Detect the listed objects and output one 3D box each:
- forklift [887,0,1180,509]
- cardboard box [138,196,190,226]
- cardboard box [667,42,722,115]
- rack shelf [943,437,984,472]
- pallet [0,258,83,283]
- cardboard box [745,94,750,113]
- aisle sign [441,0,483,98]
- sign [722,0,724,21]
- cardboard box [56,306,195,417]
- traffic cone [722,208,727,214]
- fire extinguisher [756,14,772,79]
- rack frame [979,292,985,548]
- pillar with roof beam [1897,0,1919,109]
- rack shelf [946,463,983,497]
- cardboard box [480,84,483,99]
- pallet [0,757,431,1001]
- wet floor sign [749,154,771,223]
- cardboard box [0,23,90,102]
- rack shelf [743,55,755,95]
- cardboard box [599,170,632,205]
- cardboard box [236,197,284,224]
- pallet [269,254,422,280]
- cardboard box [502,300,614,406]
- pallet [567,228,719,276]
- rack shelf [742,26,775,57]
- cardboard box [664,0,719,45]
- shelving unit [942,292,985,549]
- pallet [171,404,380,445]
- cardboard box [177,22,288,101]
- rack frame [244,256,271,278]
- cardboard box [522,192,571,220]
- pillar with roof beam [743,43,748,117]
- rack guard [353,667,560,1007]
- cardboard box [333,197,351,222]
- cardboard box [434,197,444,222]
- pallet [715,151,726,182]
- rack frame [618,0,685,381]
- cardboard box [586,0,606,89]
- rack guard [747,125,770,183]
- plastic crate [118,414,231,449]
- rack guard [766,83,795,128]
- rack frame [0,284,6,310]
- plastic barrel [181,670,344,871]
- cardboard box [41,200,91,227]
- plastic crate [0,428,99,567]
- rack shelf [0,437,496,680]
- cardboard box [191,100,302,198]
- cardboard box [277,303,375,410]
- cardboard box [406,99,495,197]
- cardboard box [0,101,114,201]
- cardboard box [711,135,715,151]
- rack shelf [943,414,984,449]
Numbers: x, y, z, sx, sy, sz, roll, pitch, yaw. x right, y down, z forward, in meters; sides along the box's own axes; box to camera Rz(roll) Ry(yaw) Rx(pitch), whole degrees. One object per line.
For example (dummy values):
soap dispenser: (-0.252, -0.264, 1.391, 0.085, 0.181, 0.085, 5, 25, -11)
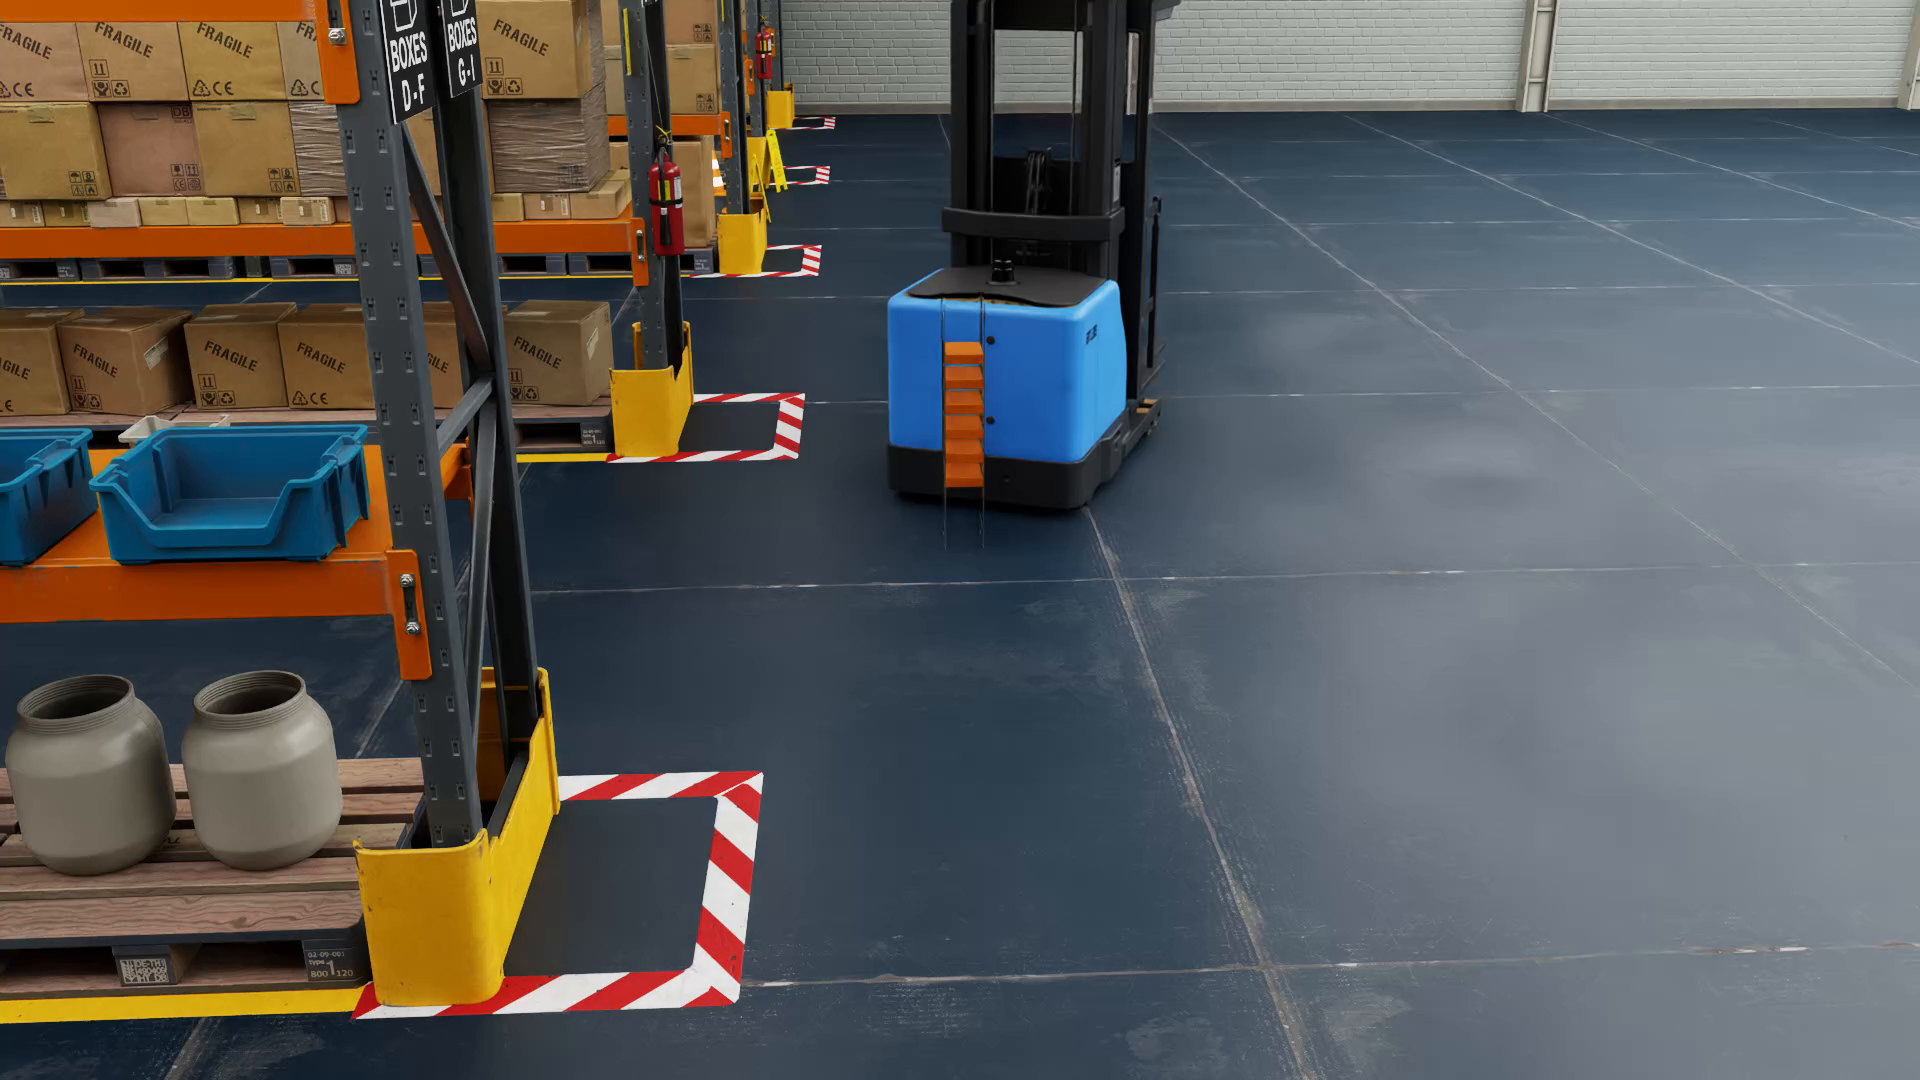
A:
forklift: (0.569, -2.017, 9.299, 1.130, 2.935, 3.031, 7, 22, 17)
cardboard box: (-4.242, -1.810, 9.011, 0.250, 0.149, 0.380, -1, 21, -3)
cardboard box: (-2.277, -3.887, 13.904, 0.550, 0.550, 0.875, -1, 21, -3)
rack shelf: (0.014, -0.407, 7.967, 0.180, 0.103, 0.258, -1, 21, -3)
pallet: (-7.890, -2.388, 14.096, 1.213, 0.211, 1.003, -1, 21, -3)
cardboard box: (-3.031, -6.150, 23.332, 0.500, 0.250, 0.500, -1, 21, -3)
aisle sign: (-1.389, -1.638, 4.553, 0.004, 0.787, 0.394, -1, 21, -3)
sign: (-1.892, -4.299, 13.238, 0.005, 0.325, 0.100, -1, 21, -3)
cardboard box: (-4.748, -1.032, 9.538, 0.500, 0.500, 0.500, 5, 22, 14)
traffic cone: (-2.246, -3.557, 16.813, 0.334, 0.463, 0.336, -1, 21, -3)
fire extinguisher: (-2.152, -5.399, 18.196, 0.183, 0.674, 0.296, -1, 21, -3)
rack frame: (0.106, -0.563, 7.913, 0.006, 1.200, 0.240, -1, 21, -3)
pillar with roof beam: (14.890, -9.306, 19.917, 0.400, 9.000, 9.100, -1, 21, -3)
rack shelf: (0.014, -0.295, 8.009, 0.180, 0.103, 0.258, -1, 21, -3)
cardboard box: (-2.761, -2.619, 8.819, 0.500, 0.500, 0.500, -1, 21, -3)
pallet: (-2.329, 1.019, 5.148, 1.213, 0.211, 1.003, -1, 21, -3)
wet floor sign: (-1.994, -3.444, 16.261, 0.232, 0.644, 0.267, -5, 21, -12)
cardboard box: (-4.758, -2.578, 8.713, 0.500, 0.500, 0.500, -1, 21, -3)
rack shelf: (-4.290, -5.220, 18.627, 4.000, 0.370, 1.077, -1, 21, -3)
cardboard box: (-2.025, -2.038, 9.612, 0.250, 0.149, 0.380, -1, 21, -3)
cardboard box: (-3.745, -1.832, 9.070, 0.250, 0.149, 0.380, -1, 21, -3)
pallet: (-5.139, -2.444, 14.243, 1.213, 0.211, 1.003, -1, 21, -3)
cardboard box: (-2.352, -1.098, 9.712, 0.500, 0.500, 0.500, 3, 21, 7)
pallet: (-2.703, -2.493, 14.373, 1.213, 0.211, 1.003, -1, 21, -3)
rack shelf: (-4.577, -6.983, 23.258, 4.000, 0.370, 1.077, -1, 21, -3)
cardboard box: (-2.282, -4.422, 13.790, 0.550, 0.550, 0.875, -1, 21, -3)
shelving unit: (0.014, -0.561, 7.908, 0.189, 1.200, 0.258, -1, 21, -3)
pallet: (-3.831, -0.744, 9.779, 1.213, 0.211, 1.003, -1, 21, -3)
cardboard box: (-3.760, -2.602, 8.776, 0.500, 0.500, 0.500, -1, 21, -3)
rack frame: (-5.903, -3.759, 13.779, 0.127, 3.000, 1.000, -1, 21, -3)
cardboard box: (-2.250, -1.875, 9.184, 0.250, 0.149, 0.380, -1, 21, -3)
pillar with roof beam: (-3.081, -8.941, 18.957, 0.400, 9.000, 9.100, -1, 21, -3)
rack guard: (-1.518, 0.869, 5.135, 0.348, 0.500, 1.175, -1, 21, -3)
cardboard box: (-3.247, -1.849, 9.115, 0.250, 0.149, 0.380, -1, 21, -3)
cardboard box: (-2.747, -1.852, 9.123, 0.250, 0.149, 0.380, -1, 21, -3)
pallet: (-3.182, -4.288, 19.088, 1.213, 0.211, 1.003, -1, 21, -3)
rack frame: (-1.727, -2.077, 9.360, 0.127, 3.000, 1.000, -1, 21, -3)
cardboard box: (-2.292, -2.815, 9.336, 0.500, 0.500, 0.500, -1, 21, -3)
rack guard: (-2.369, -4.427, 19.047, 0.348, 0.500, 1.175, -1, 21, -3)
plastic crate: (-2.356, -0.290, 5.038, 0.250, 0.136, 0.298, -1, 21, -3)
rack guard: (-2.556, -6.192, 23.683, 0.348, 0.500, 1.175, -1, 21, -3)
rack frame: (-5.721, -1.995, 9.146, 0.127, 3.000, 1.000, -1, 21, -3)
plastic barrel: (-2.097, 0.690, 5.000, 0.421, 0.512, 0.421, 0, 21, 0)
cardboard box: (-4.741, -1.799, 8.984, 0.250, 0.149, 0.380, -1, 21, -3)
plastic crate: (-2.576, -0.120, 4.430, 0.408, 0.251, 0.499, -1, 21, -3)
rack shelf: (-3.441, 0.060, 4.760, 4.000, 0.370, 1.077, -1, 21, -3)
cardboard box: (-3.772, -2.207, 9.144, 0.500, 0.500, 0.875, -1, 21, -3)
cardboard box: (-3.573, -1.068, 9.632, 0.500, 0.500, 0.500, 1, 21, 2)
cardboard box: (-2.770, -2.208, 9.147, 0.500, 0.500, 0.875, -1, 21, -3)
cardboard box: (-4.767, -2.166, 9.036, 0.500, 0.500, 0.875, -1, 21, -3)
cardboard box: (-3.114, -4.590, 19.236, 0.500, 0.250, 0.500, -1, 21, -3)
rack shelf: (0.014, -0.520, 7.924, 0.180, 0.103, 0.258, -1, 21, -3)
